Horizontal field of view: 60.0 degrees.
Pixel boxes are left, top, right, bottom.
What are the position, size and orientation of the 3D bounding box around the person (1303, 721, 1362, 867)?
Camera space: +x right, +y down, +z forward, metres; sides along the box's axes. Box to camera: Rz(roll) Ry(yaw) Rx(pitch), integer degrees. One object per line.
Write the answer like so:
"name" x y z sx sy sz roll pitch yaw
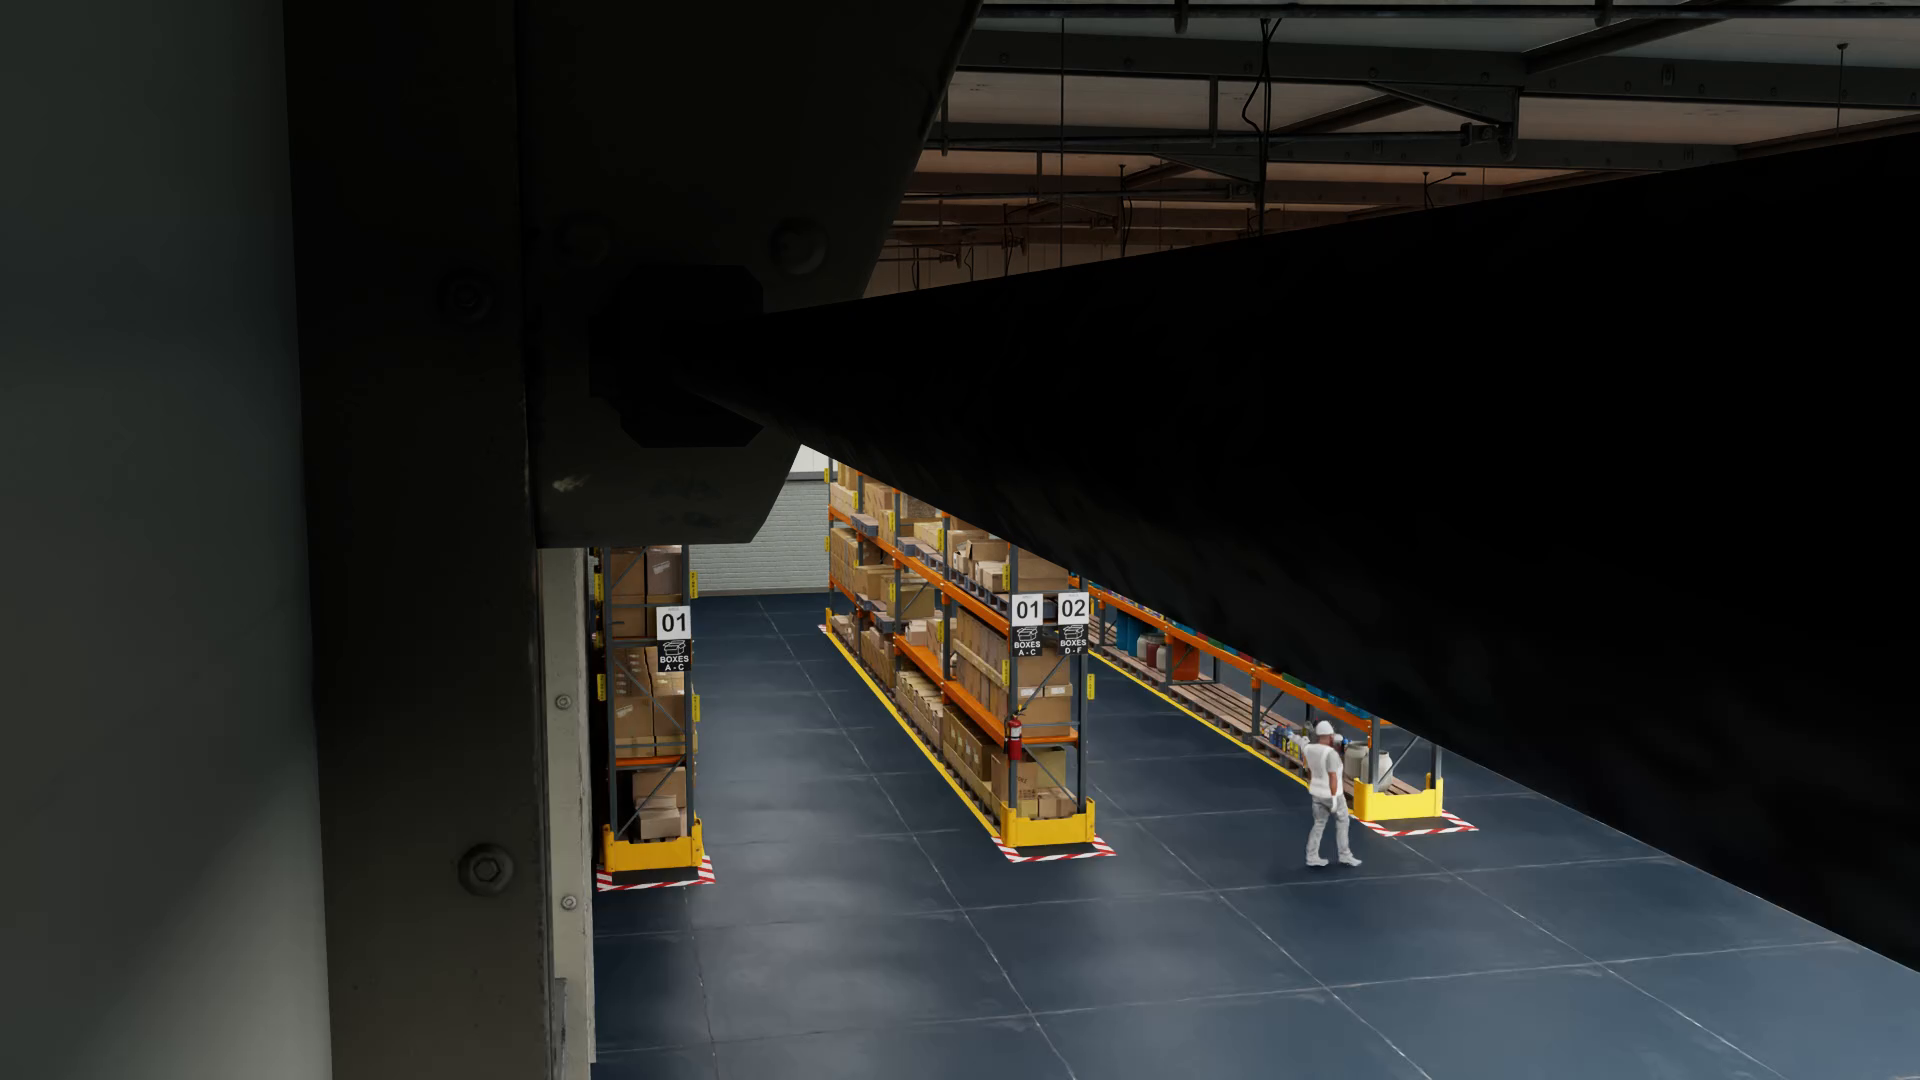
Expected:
"person" 4.507 3.062 20.162 0.663 1.788 0.573 -4 8 -33
